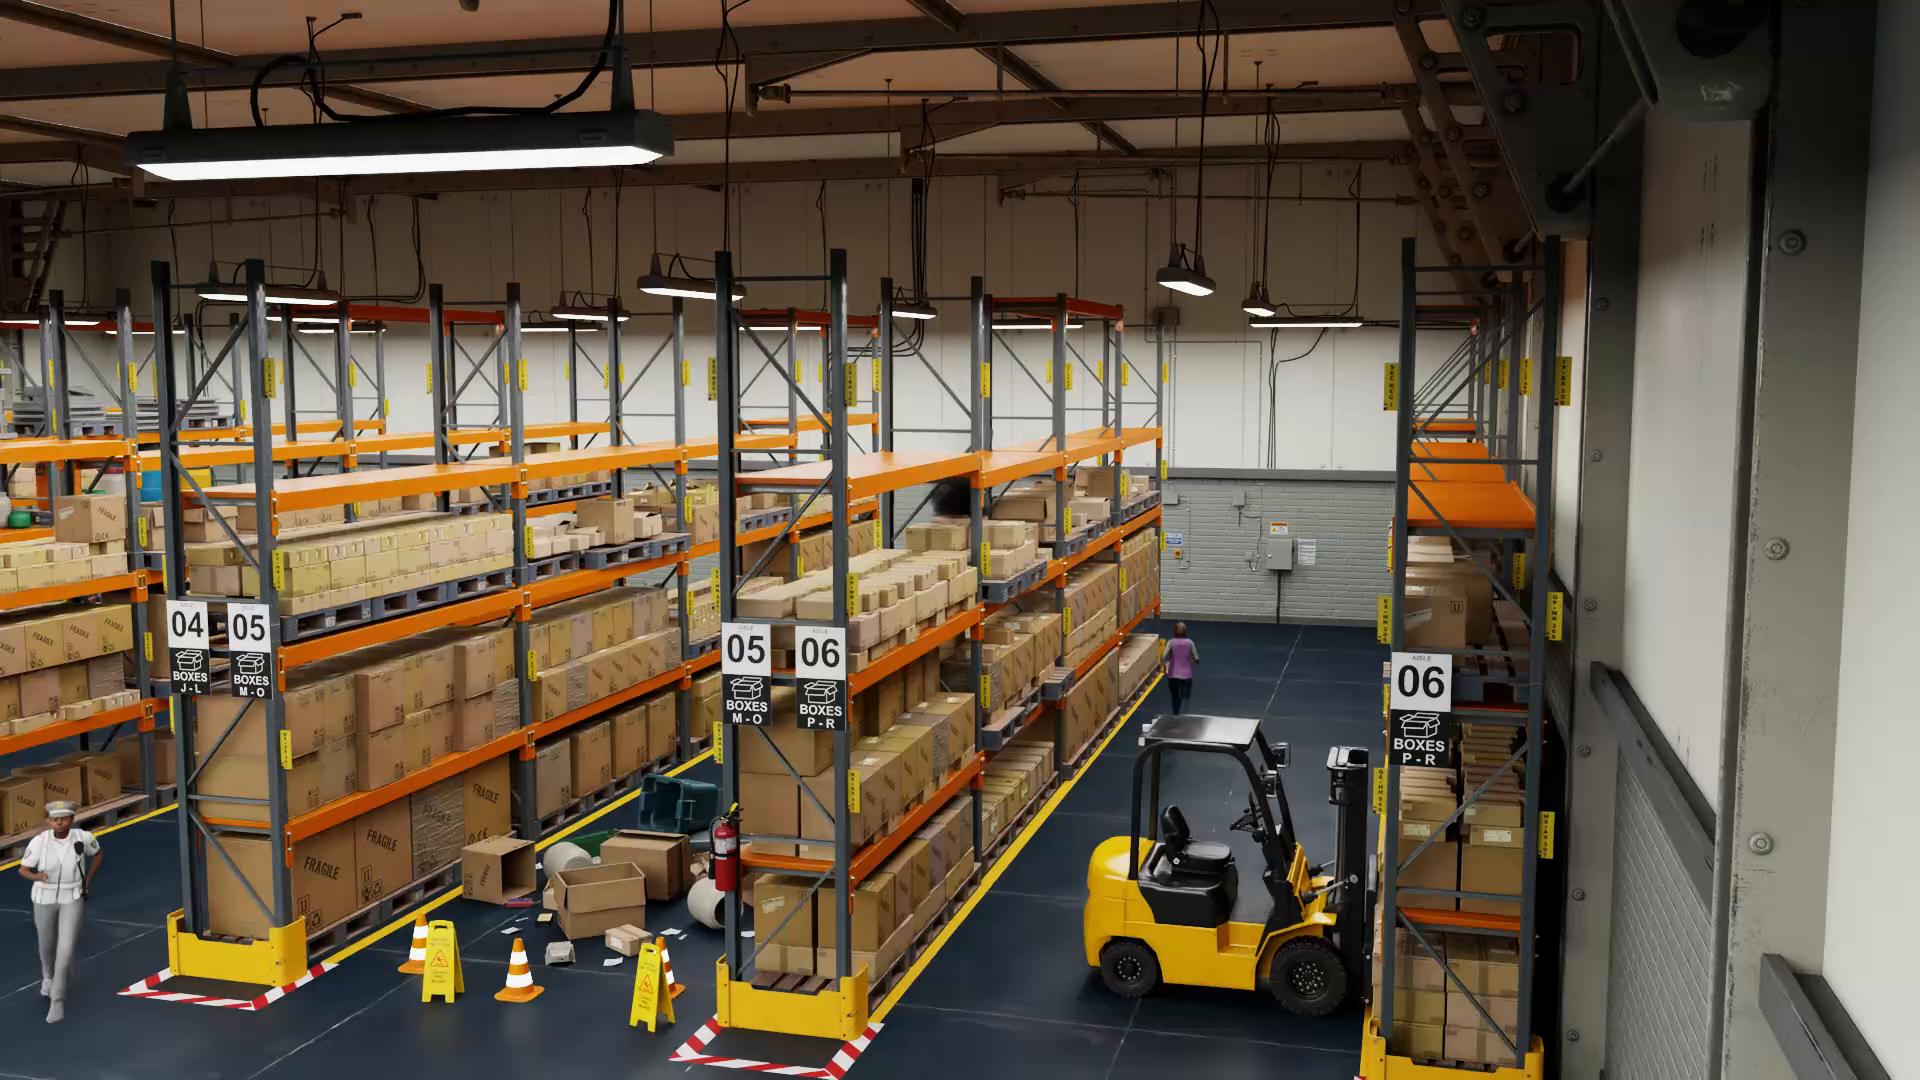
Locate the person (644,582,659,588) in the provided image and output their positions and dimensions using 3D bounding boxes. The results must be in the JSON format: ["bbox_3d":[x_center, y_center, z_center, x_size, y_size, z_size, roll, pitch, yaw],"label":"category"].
[{"bbox_3d":[-4.797,1.550,25.836,0.643,1.828,0.848,2,6,17],"label":"person"}]

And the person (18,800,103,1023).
[{"bbox_3d":[-7.212,2.898,13.362,0.583,1.700,0.724,-2,6,-21],"label":"person"}]

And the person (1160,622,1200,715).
[{"bbox_3d":[3.060,1.935,23.144,0.544,1.591,0.840,1,6,8],"label":"person"}]
